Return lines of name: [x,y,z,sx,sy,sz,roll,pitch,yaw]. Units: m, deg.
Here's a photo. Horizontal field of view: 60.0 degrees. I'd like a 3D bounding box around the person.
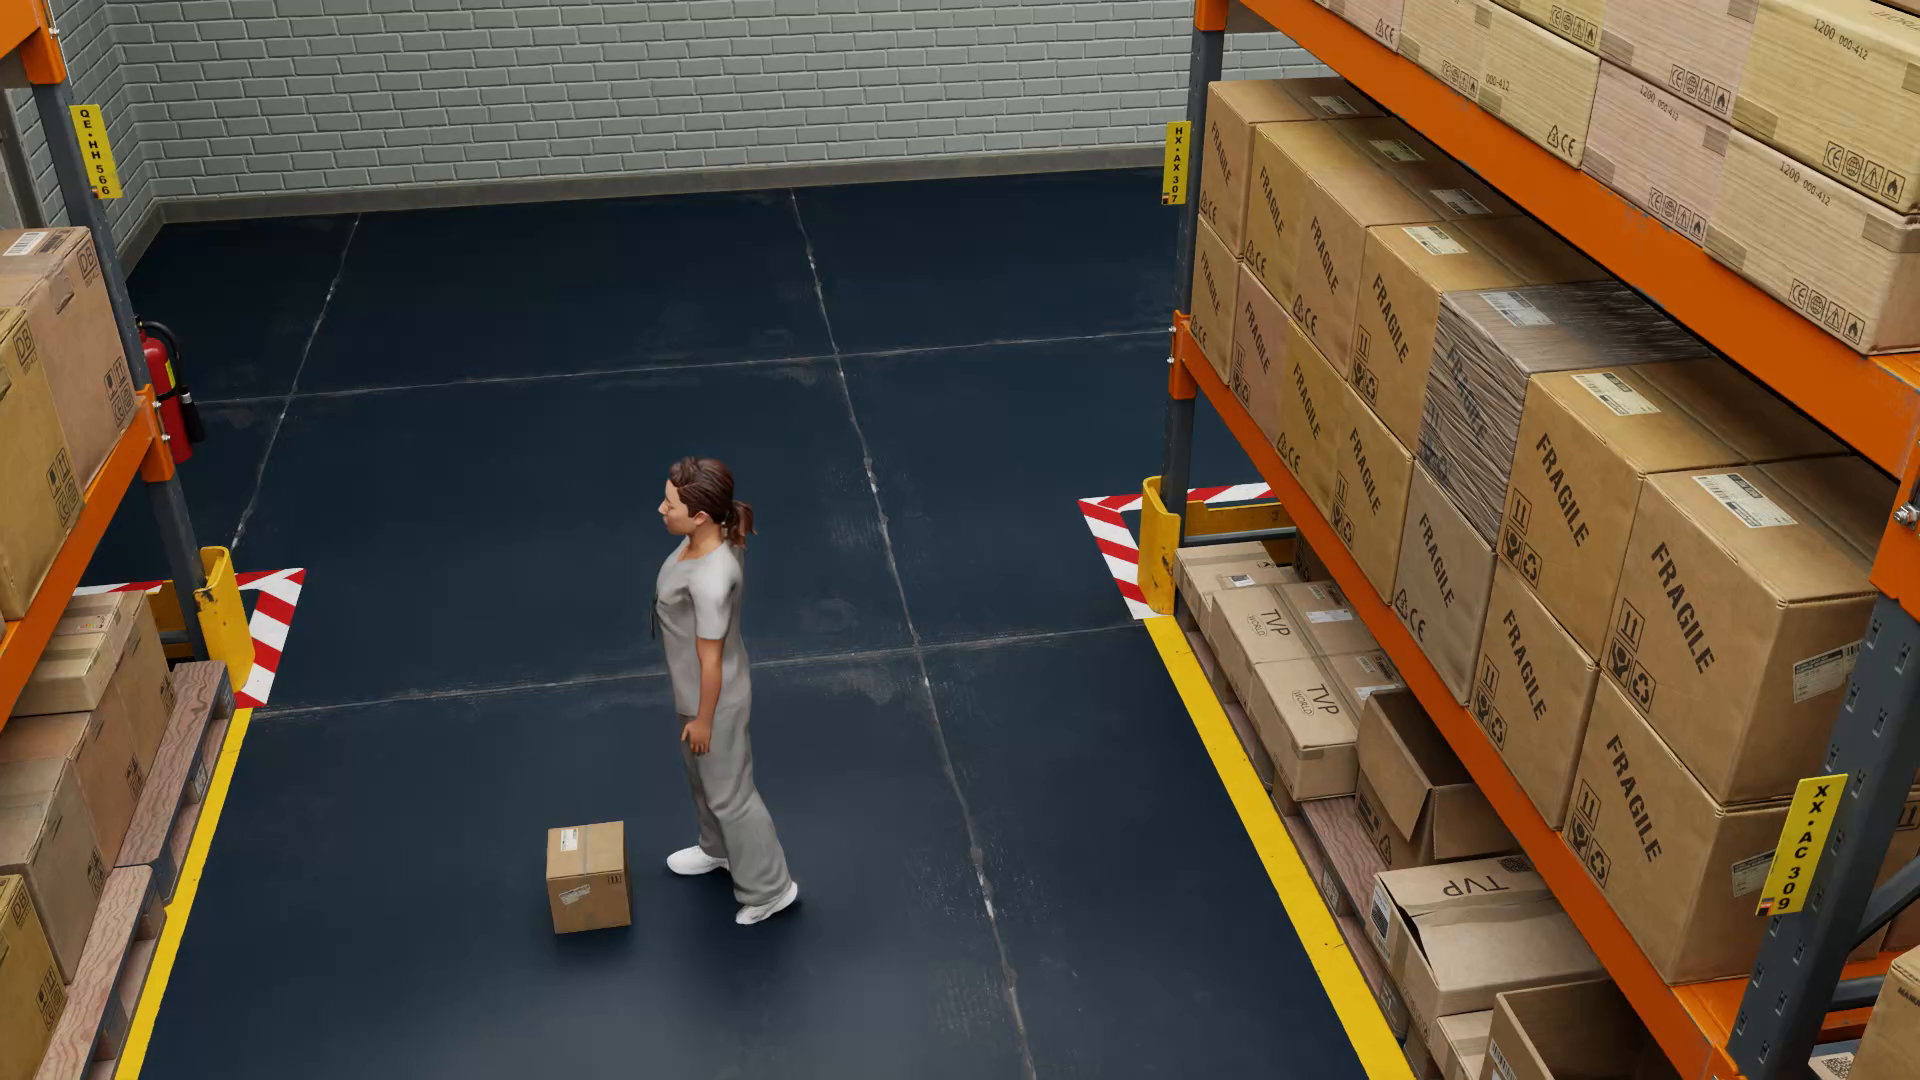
person: [-0.787,0.530,5.351,0.442,1.722,0.443,-5,31,-8]
